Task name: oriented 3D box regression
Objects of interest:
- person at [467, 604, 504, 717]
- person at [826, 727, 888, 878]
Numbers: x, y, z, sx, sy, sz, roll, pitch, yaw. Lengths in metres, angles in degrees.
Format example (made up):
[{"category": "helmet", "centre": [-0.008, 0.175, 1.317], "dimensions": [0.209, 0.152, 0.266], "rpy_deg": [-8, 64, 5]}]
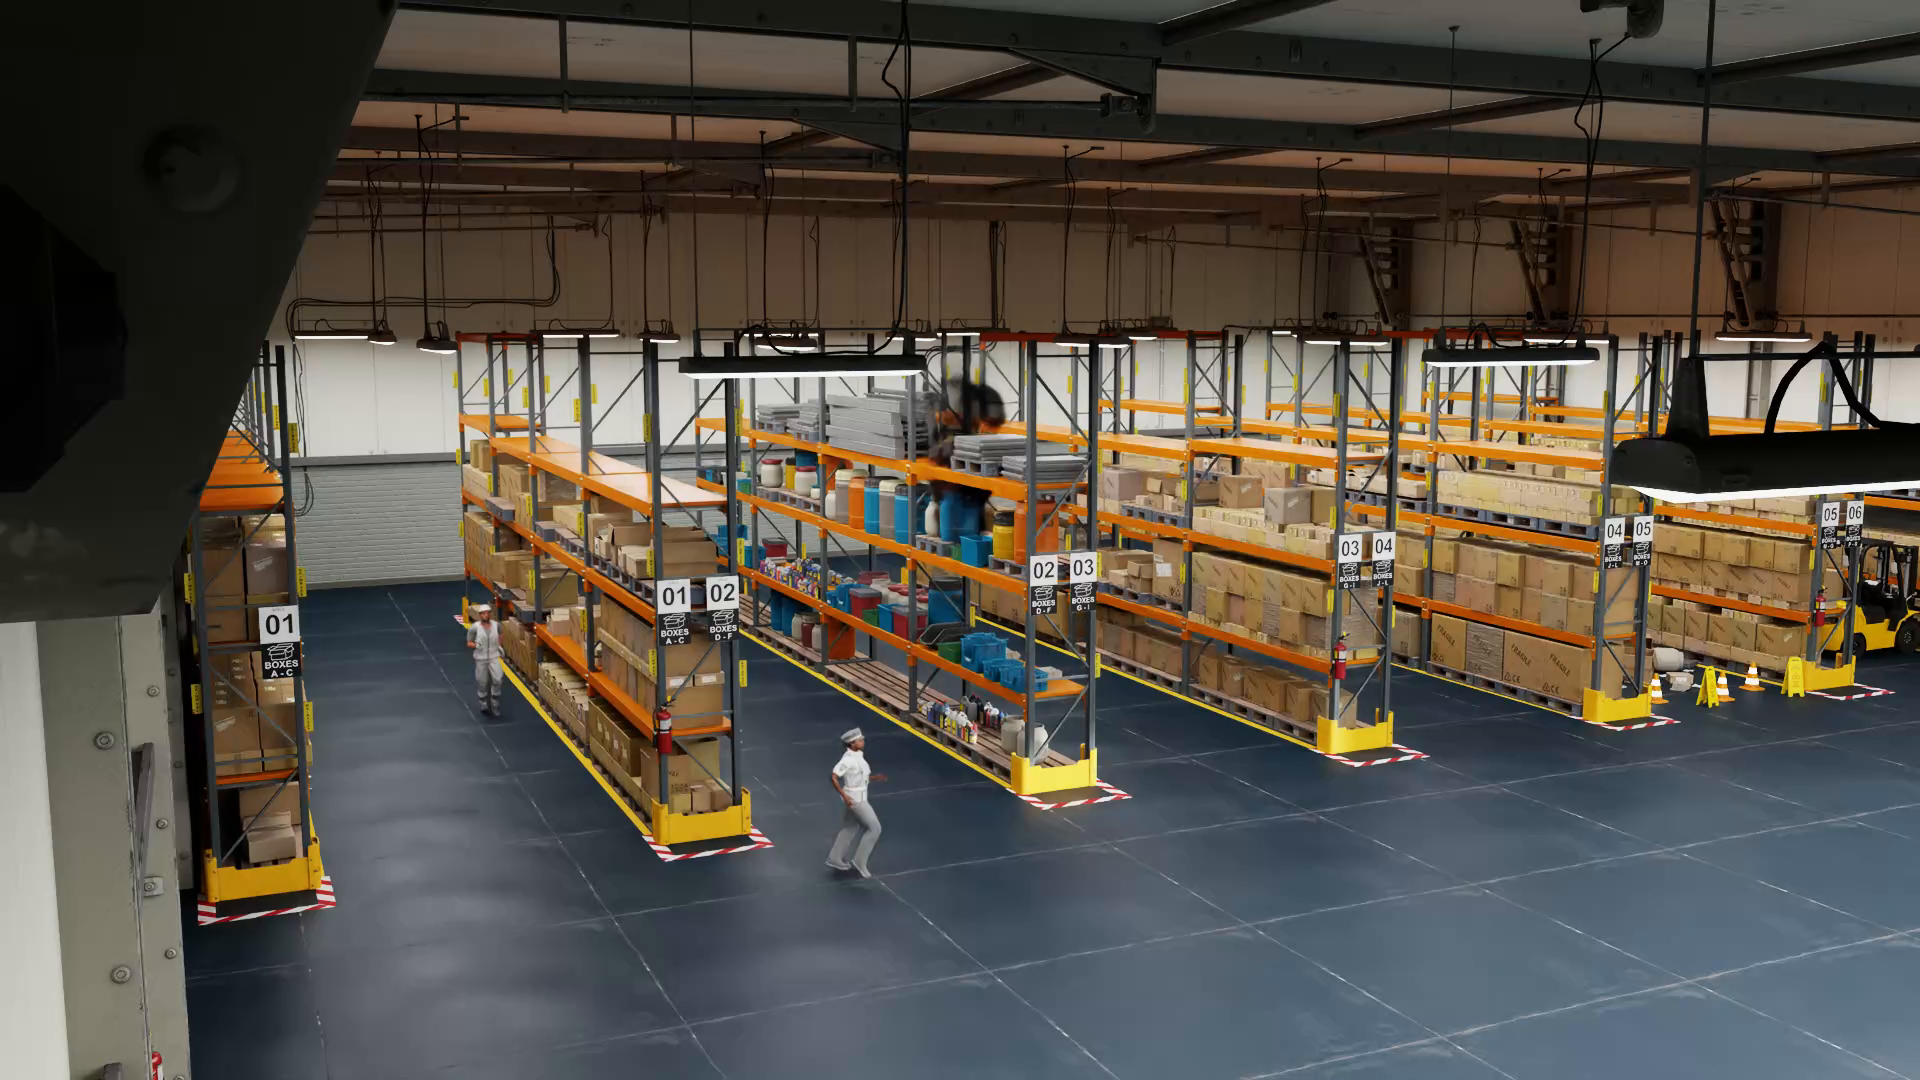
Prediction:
[{"category": "person", "centre": [-7.483, 1.916, 26.339], "dimensions": [0.608, 1.816, 0.747], "rpy_deg": [-4, 8, -25]}, {"category": "person", "centre": [-1.173, 2.972, 18.837], "dimensions": [0.717, 1.734, 0.546], "rpy_deg": [0, 8, -1]}]
